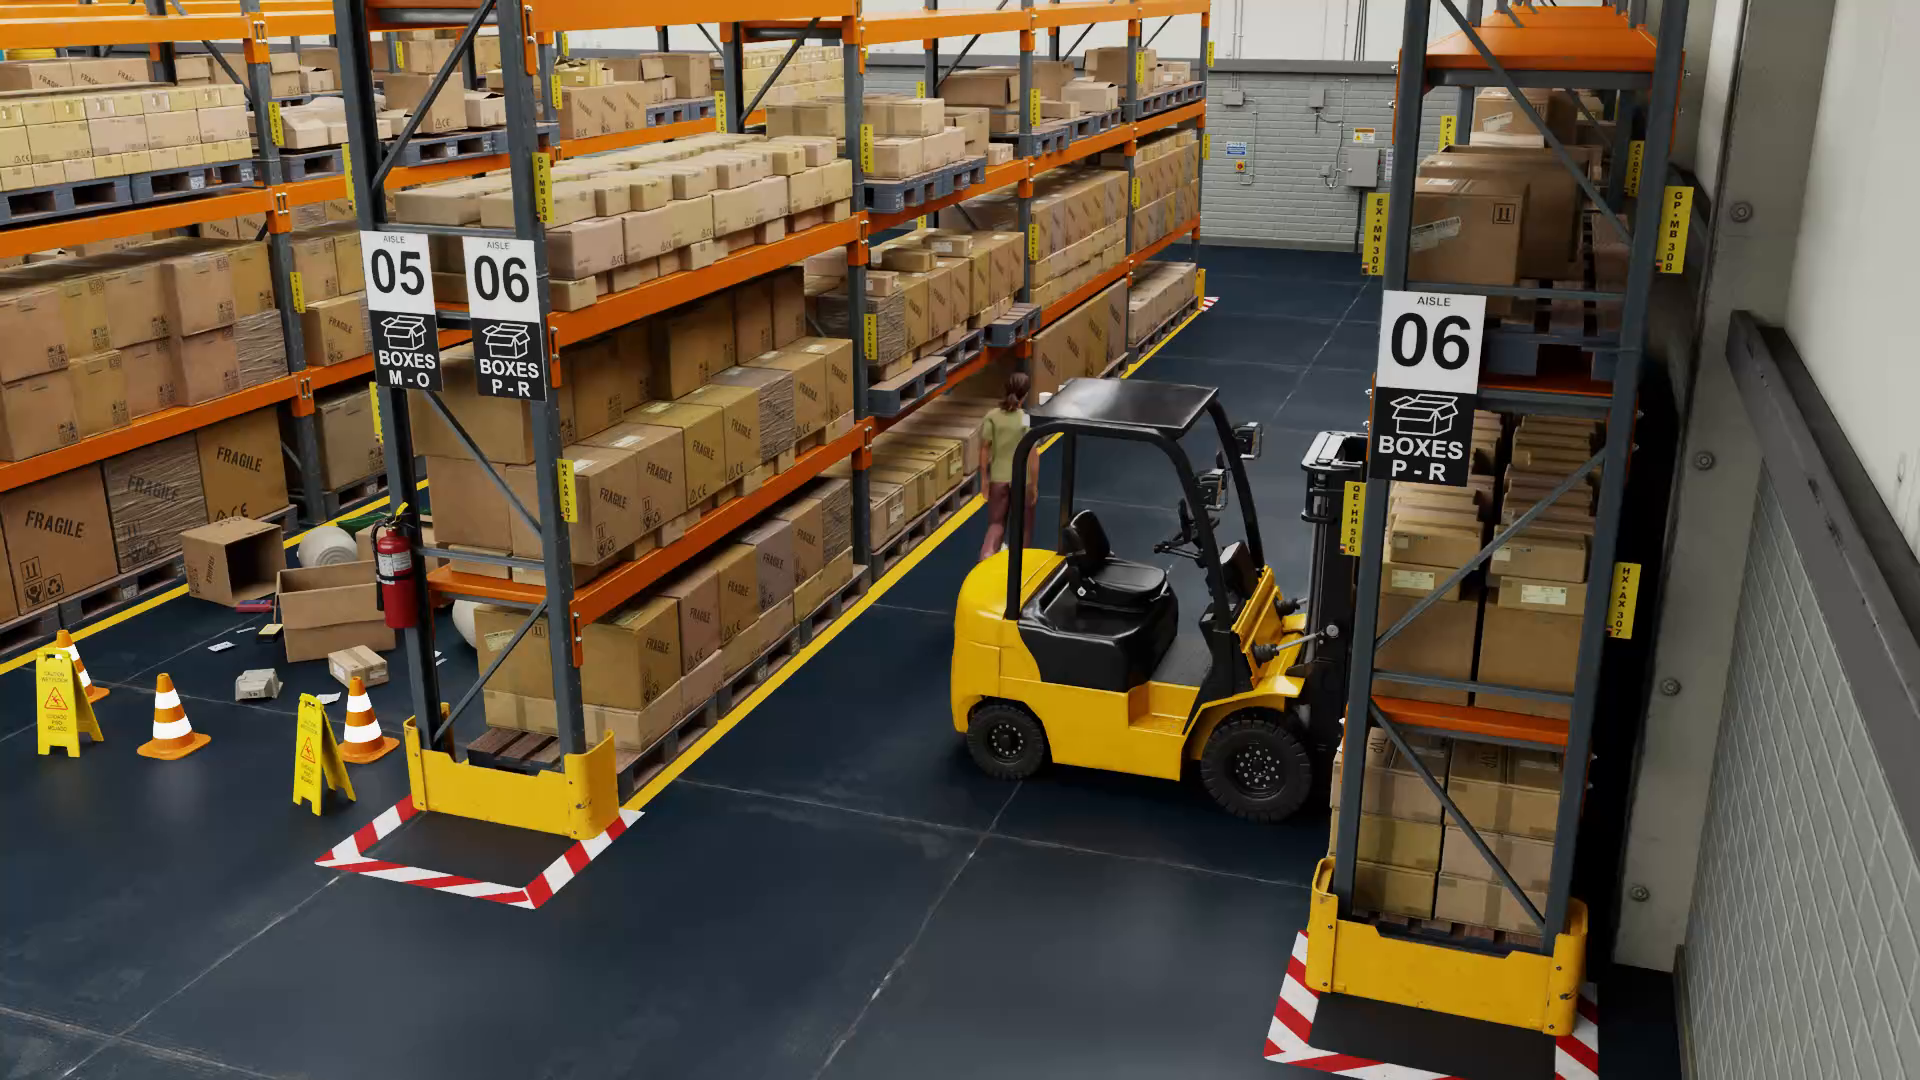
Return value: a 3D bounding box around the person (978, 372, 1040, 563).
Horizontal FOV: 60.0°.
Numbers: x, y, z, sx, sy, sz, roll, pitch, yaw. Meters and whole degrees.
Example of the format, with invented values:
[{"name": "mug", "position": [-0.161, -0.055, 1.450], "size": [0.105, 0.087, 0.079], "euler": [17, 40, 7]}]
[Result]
[{"name": "person", "position": [0.345, -0.392, 12.180], "size": [0.457, 1.654, 0.679], "euler": [7, 20, 19]}]
